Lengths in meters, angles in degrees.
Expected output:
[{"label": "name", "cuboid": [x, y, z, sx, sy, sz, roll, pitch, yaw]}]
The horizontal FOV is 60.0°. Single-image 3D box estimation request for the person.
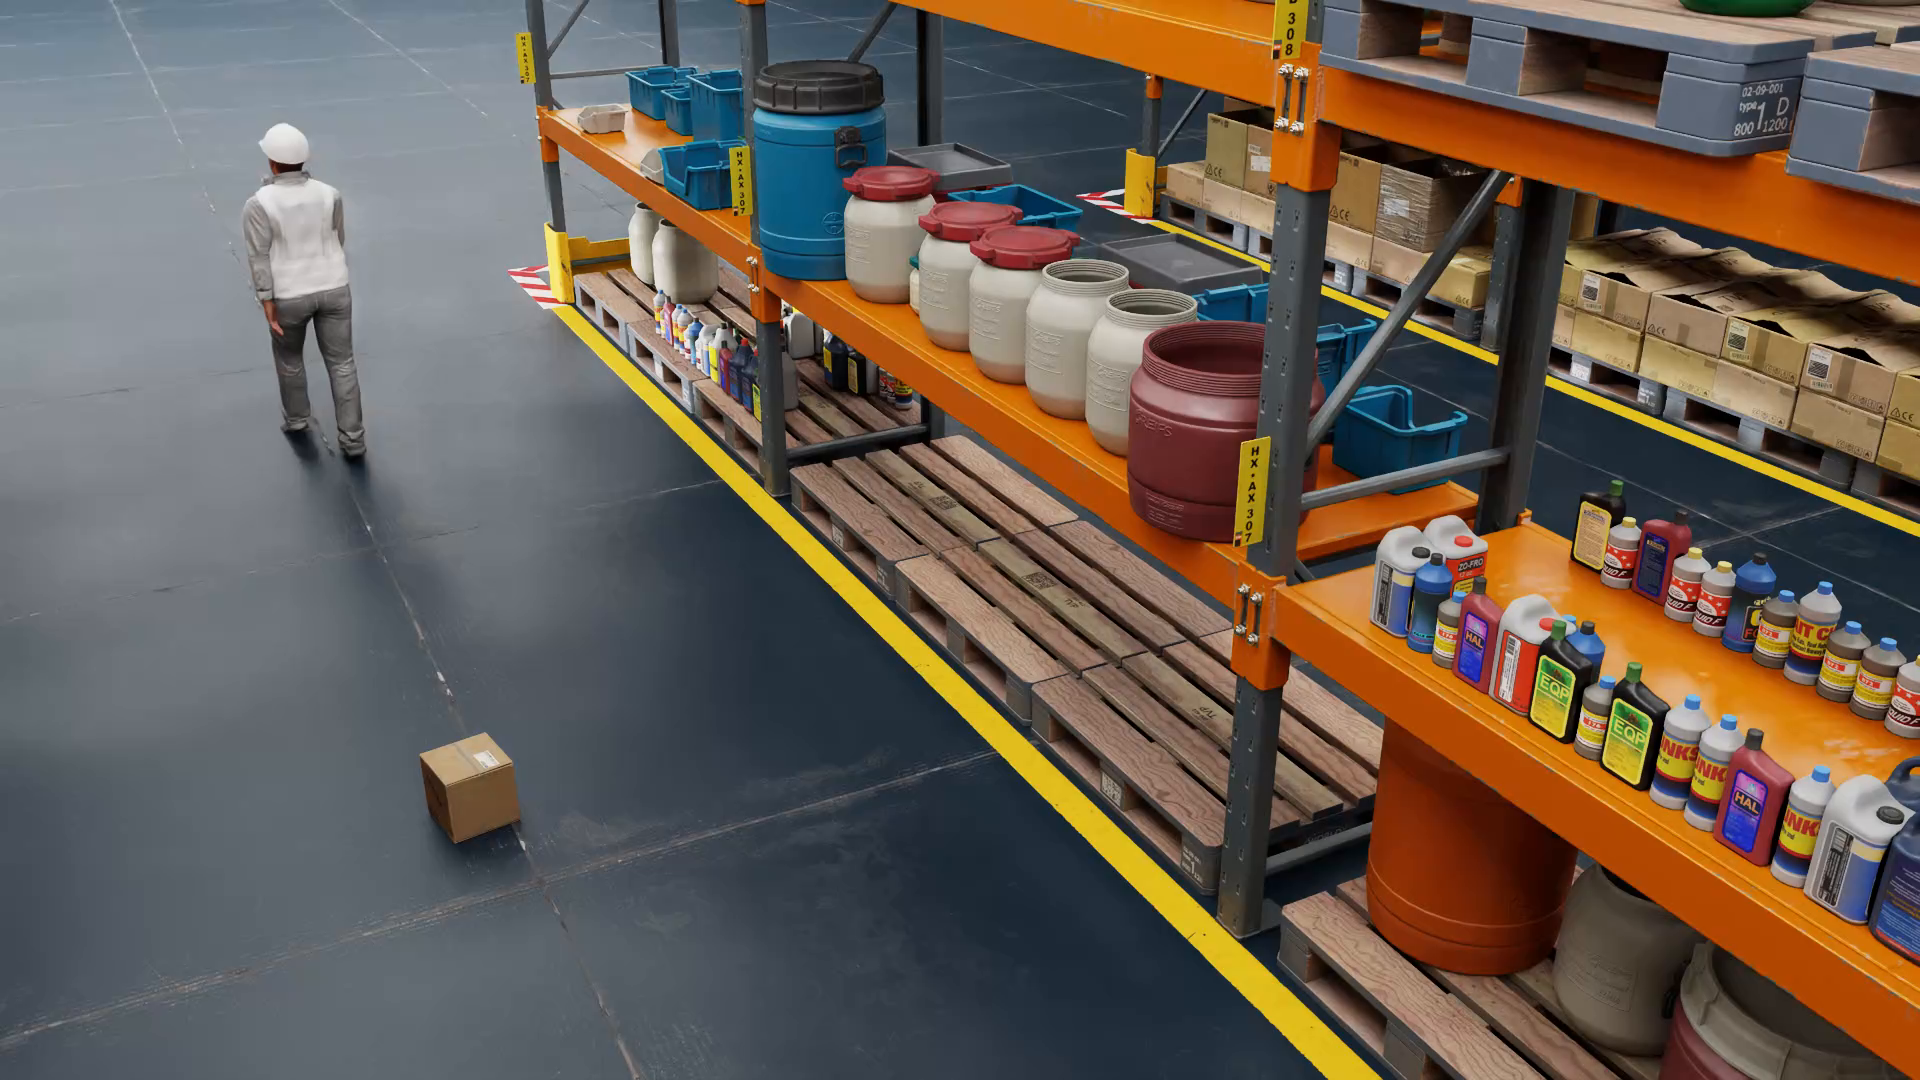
[{"label": "person", "cuboid": [-3.518, -1.330, 8.909, 0.532, 1.796, 0.849, -15, 29, -29]}]
